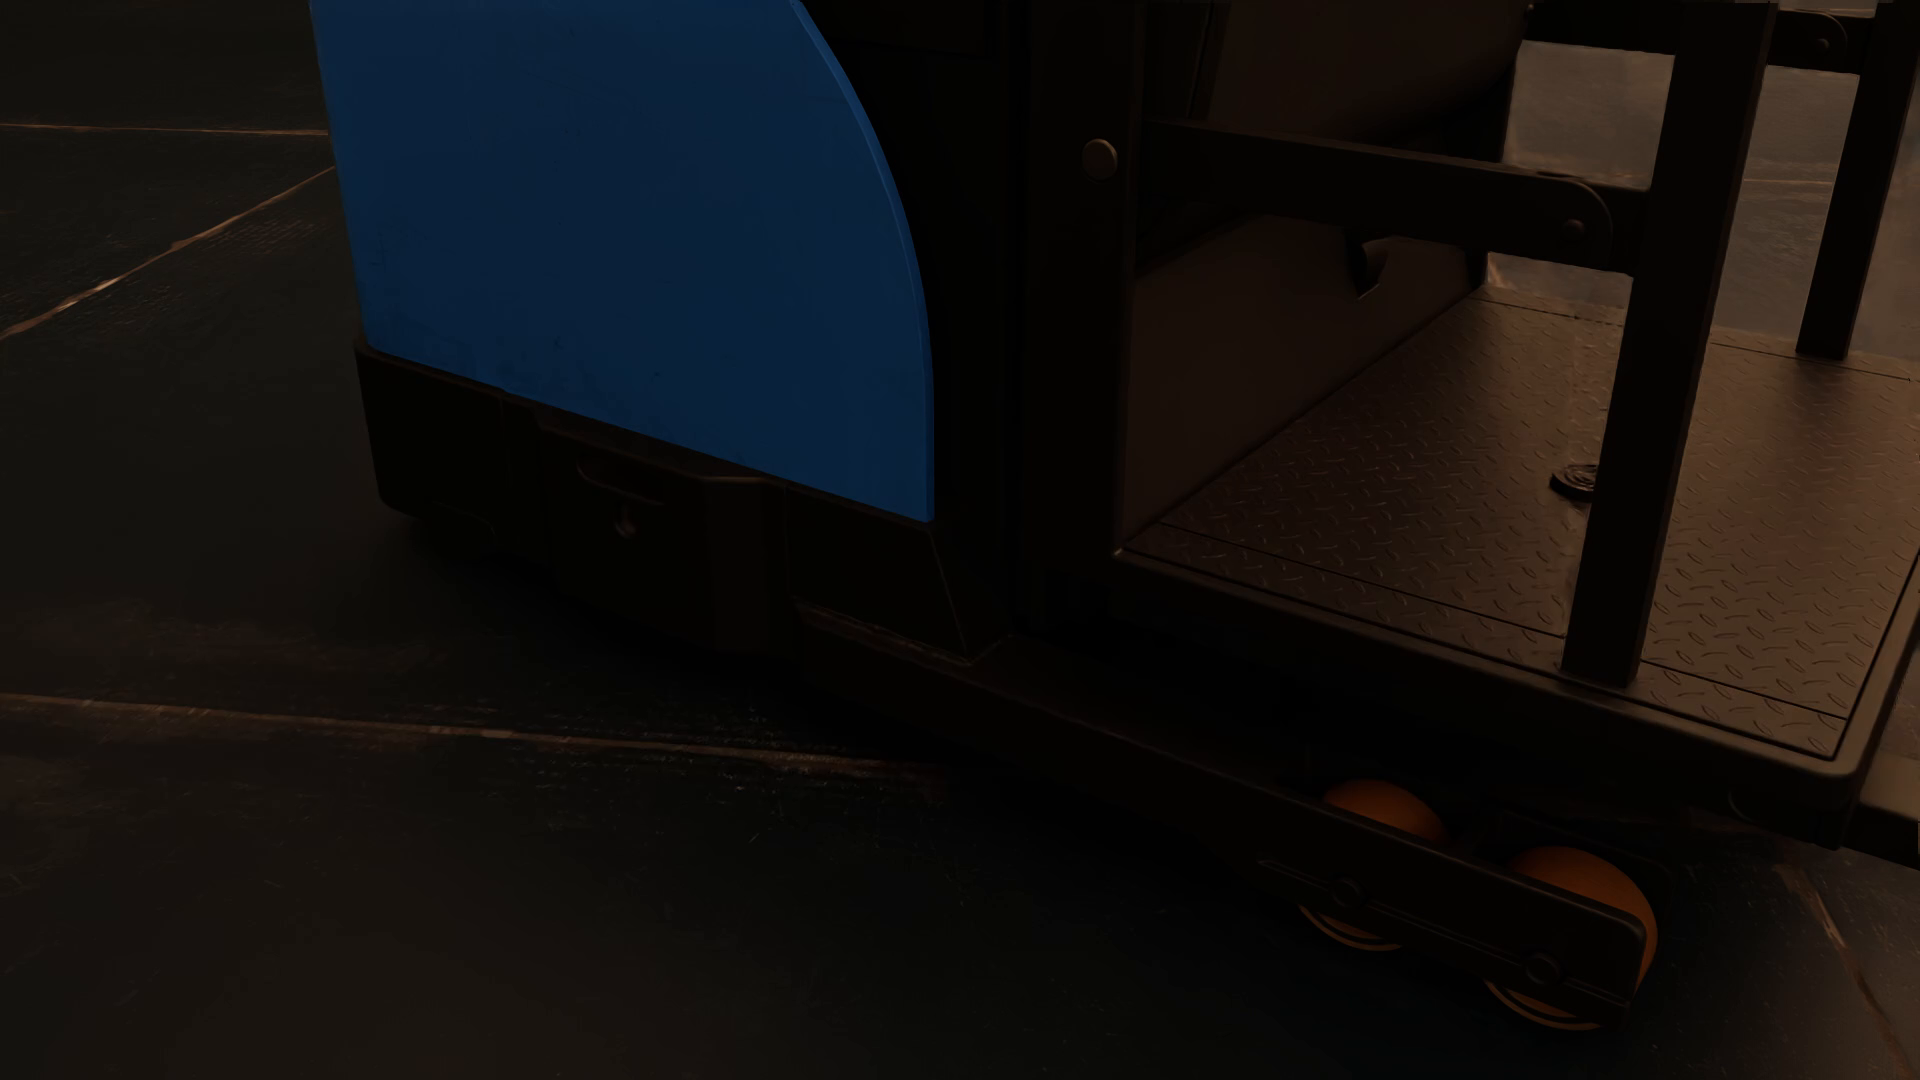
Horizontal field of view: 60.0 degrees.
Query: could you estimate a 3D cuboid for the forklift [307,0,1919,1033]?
[{"bbox_3d":[0.628,-1.121,1.463,3.031,2.935,1.130,17,31,31],"label":"forklift"}]
